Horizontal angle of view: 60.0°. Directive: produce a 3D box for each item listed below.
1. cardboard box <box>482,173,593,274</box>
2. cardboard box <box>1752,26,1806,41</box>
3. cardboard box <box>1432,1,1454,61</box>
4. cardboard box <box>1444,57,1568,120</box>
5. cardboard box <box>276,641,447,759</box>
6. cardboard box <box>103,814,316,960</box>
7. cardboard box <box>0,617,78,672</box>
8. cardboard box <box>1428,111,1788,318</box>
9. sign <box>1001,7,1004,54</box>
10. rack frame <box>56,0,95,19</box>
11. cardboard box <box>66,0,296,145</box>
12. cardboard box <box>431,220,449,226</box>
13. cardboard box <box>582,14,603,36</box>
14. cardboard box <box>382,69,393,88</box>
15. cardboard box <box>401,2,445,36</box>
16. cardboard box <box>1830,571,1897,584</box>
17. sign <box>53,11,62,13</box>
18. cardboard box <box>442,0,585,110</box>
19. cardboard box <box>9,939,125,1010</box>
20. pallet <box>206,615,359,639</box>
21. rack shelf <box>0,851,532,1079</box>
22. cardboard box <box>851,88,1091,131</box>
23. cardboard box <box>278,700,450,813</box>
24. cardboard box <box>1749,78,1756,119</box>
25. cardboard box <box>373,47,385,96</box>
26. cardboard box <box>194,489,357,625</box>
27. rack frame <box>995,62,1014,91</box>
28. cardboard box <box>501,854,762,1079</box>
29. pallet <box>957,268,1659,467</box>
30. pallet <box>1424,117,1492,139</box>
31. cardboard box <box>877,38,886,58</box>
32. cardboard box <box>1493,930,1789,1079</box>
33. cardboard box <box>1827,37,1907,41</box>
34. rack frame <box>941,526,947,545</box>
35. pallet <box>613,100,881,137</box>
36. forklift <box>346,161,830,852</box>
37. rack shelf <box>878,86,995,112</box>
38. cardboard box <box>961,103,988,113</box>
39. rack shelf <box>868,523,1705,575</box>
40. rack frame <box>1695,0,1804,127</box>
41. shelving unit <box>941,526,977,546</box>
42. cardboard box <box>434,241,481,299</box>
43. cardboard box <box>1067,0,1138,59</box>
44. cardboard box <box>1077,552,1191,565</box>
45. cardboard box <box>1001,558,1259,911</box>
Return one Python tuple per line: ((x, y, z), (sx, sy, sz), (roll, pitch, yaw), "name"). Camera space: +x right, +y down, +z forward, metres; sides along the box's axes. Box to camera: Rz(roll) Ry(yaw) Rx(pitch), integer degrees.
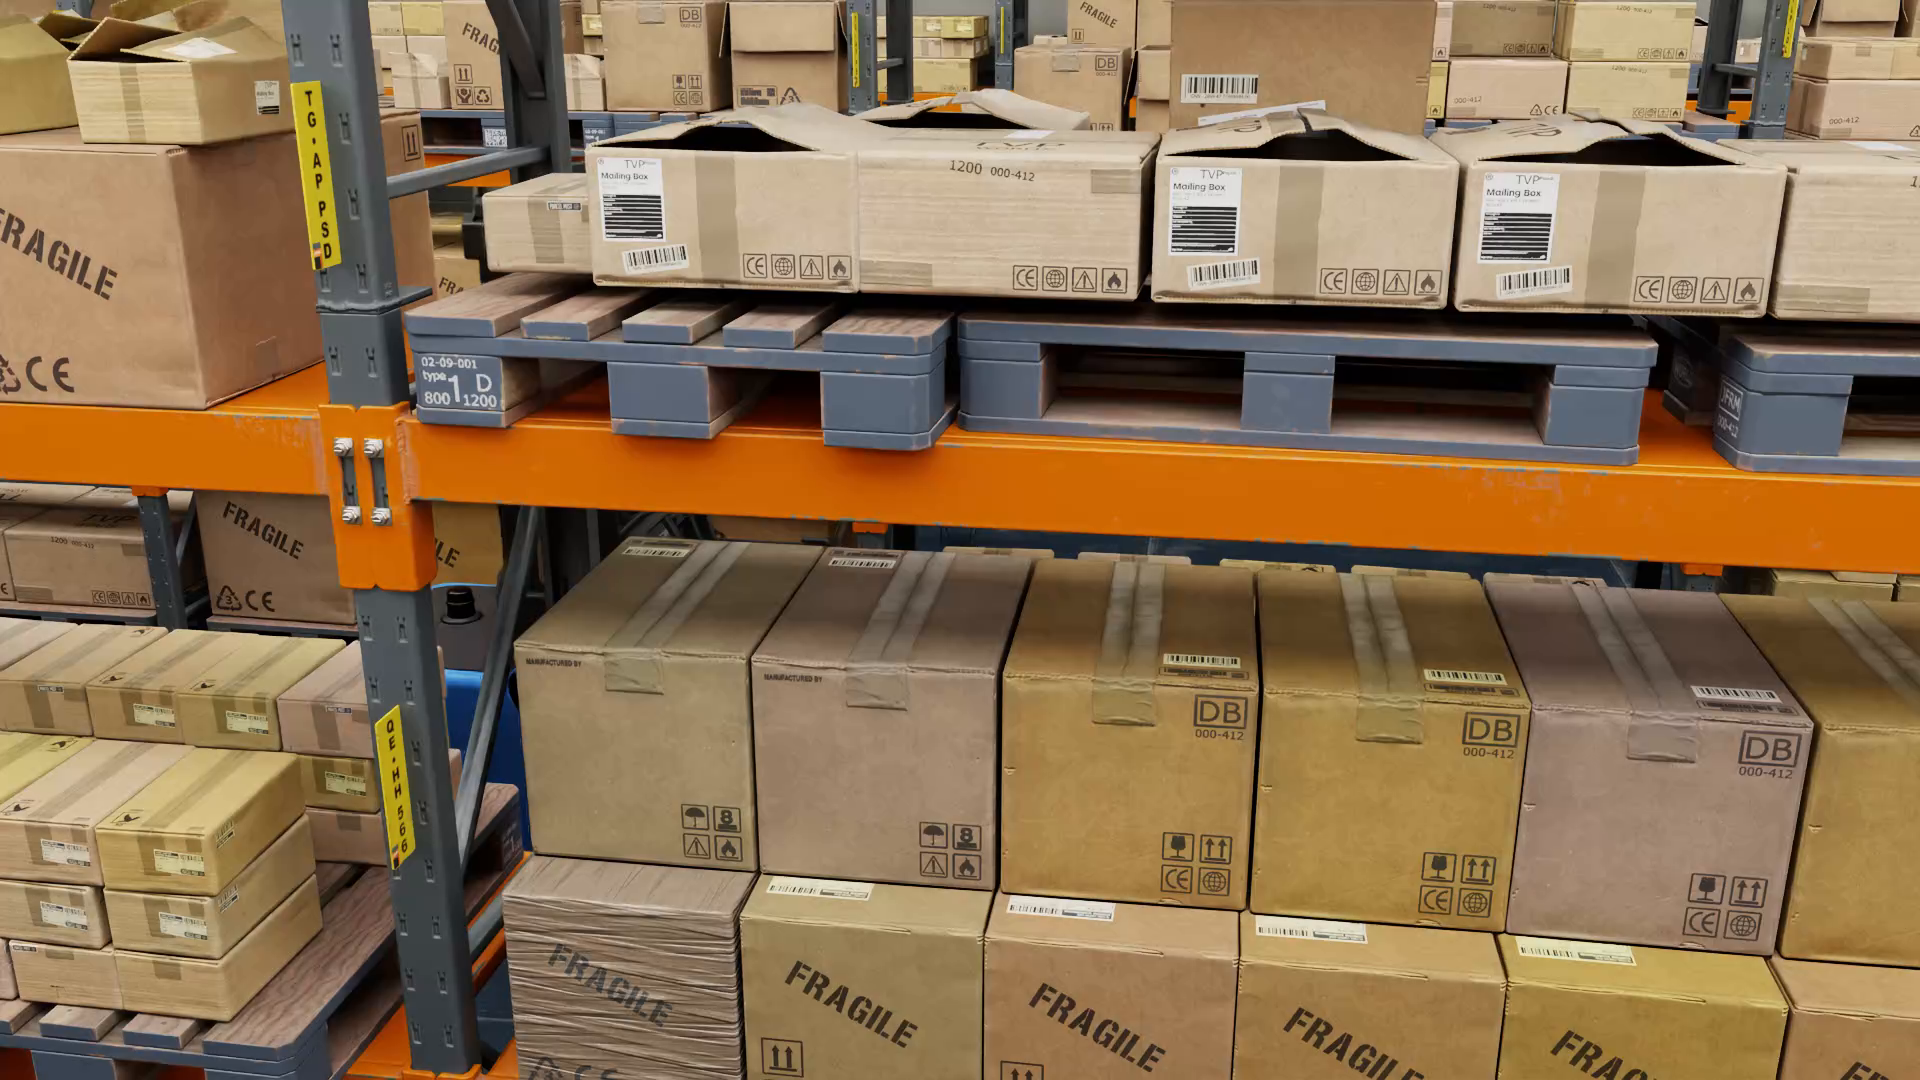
((-0.763, -0.640, 3.337), (0.250, 0.149, 0.380), (2, 19, 6), "cardboard box")
((5.769, -3.502, 11.707), (0.258, 0.266, 0.396), (2, 19, 7), "cardboard box")
((1.964, -2.333, 7.607), (0.500, 0.250, 0.500), (3, 19, 10), "cardboard box")
((2.469, -2.073, 7.618), (0.500, 0.250, 0.500), (3, 19, 9), "cardboard box")
((-1.497, 0.397, 4.186), (0.250, 0.149, 0.380), (3, 19, 9), "cardboard box")
((-1.627, 0.740, 3.630), (0.250, 0.149, 0.380), (3, 19, 10), "cardboard box")
((-2.529, 0.344, 4.344), (0.250, 0.149, 0.380), (4, 19, 11), "cardboard box")
((1.117, -0.602, 2.967), (0.500, 0.311, 0.500), (2, 19, 7), "cardboard box")
((0.314, -3.766, 12.288), (0.005, 0.325, 0.100), (3, 19, 9), "sign")
((-4.331, -3.759, 8.355), (0.127, 3.000, 1.000), (3, 19, 9), "rack frame")
((-1.508, -0.929, 3.260), (0.258, 0.266, 0.396), (3, 19, 9), "cardboard box")
((-4.586, -2.509, 13.842), (0.500, 0.250, 0.500), (3, 19, 9), "cardboard box")
((-2.804, -3.991, 12.883), (0.250, 0.149, 0.380), (3, 19, 8), "cardboard box")
((-4.454, -3.728, 13.385), (0.250, 0.149, 0.380), (4, 19, 10), "cardboard box")
((-4.084, -4.149, 13.227), (0.500, 0.250, 0.500), (3, 19, 9), "cardboard box")
((4.221, 0.070, 7.835), (0.250, 0.149, 0.380), (3, 19, 9), "cardboard box")
((-4.417, -2.445, 8.217), (0.005, 0.325, 0.100), (3, 19, 9), "sign")
((-2.168, -2.380, 8.141), (0.500, 0.500, 0.500), (3, 19, 9), "cardboard box")
((-1.872, 0.869, 3.712), (0.250, 0.149, 0.380), (3, 19, 9), "cardboard box")
((-3.557, 0.424, 9.704), (1.213, 0.211, 1.003), (3, 19, 9), "pallet")
((-3.042, 1.084, 4.471), (4.000, 0.370, 1.077), (3, 19, 9), "rack shelf")
((0.013, -0.825, 3.635), (0.500, 0.311, 0.500), (3, 19, 9), "cardboard box")
((-1.512, 0.535, 4.242), (0.250, 0.149, 0.380), (4, 19, 11), "cardboard box")
((4.048, -2.066, 7.790), (0.500, 0.250, 0.500), (3, 19, 8), "cardboard box")
((-3.427, -2.515, 8.843), (0.500, 0.311, 0.500), (3, 19, 9), "cardboard box")
((-3.706, -0.099, 9.559), (0.875, 0.875, 0.875), (4, 19, 10), "cardboard box")
((0.402, -2.268, 13.354), (0.127, 3.000, 1.000), (3, 19, 9), "rack frame")
((-0.667, 0.903, 3.719), (0.500, 0.500, 0.500), (3, 19, 9), "cardboard box")
((0.682, -0.419, 3.397), (1.213, 0.211, 1.003), (4, 19, 11), "pallet")
((1.951, -1.960, 8.004), (1.003, 0.211, 1.213), (3, 19, 9), "pallet")
((-0.494, -3.791, 12.787), (0.250, 0.149, 0.380), (3, 19, 10), "cardboard box")
((1.327, 1.004, 3.418), (0.500, 0.500, 0.500), (3, 19, 9), "cardboard box")
((4.184, -2.256, 7.731), (0.250, 0.149, 0.380), (2, 19, 7), "cardboard box")
((-0.108, -0.432, 11.177), (0.006, 0.900, 0.240), (3, 19, 9), "rack frame")
((-1.026, -2.061, 8.307), (1.003, 0.211, 1.213), (4, 19, 11), "pallet")
((-0.955, 0.036, 6.576), (3.031, 2.935, 1.130), (3, 19, 9), "forklift")
((-1.573, -3.450, 13.293), (4.000, 0.370, 1.077), (3, 19, 9), "rack shelf")
((0.155, -1.989, 8.006), (0.258, 0.266, 0.396), (3, 19, 9), "cardboard box")
((1.593, -0.271, 8.519), (4.000, 0.370, 1.077), (3, 19, 9), "rack shelf")
((3.568, -3.356, 7.152), (0.127, 3.000, 1.000), (3, 19, 9), "rack frame")
((-0.008, -0.427, 11.162), (0.210, 0.900, 0.258), (3, 19, 9), "shelving unit")
((-2.429, -1.256, 8.597), (0.500, 0.500, 0.500), (3, 19, 8), "cardboard box")
((1.079, -3.872, 12.442), (0.500, 0.500, 0.500), (3, 19, 9), "cardboard box")
((0.905, 0.401, 8.858), (0.625, 0.372, 0.950), (3, 19, 8), "cardboard box")
((0.381, 0.398, 3.654), (0.500, 0.500, 0.700), (3, 19, 8), "cardboard box")
